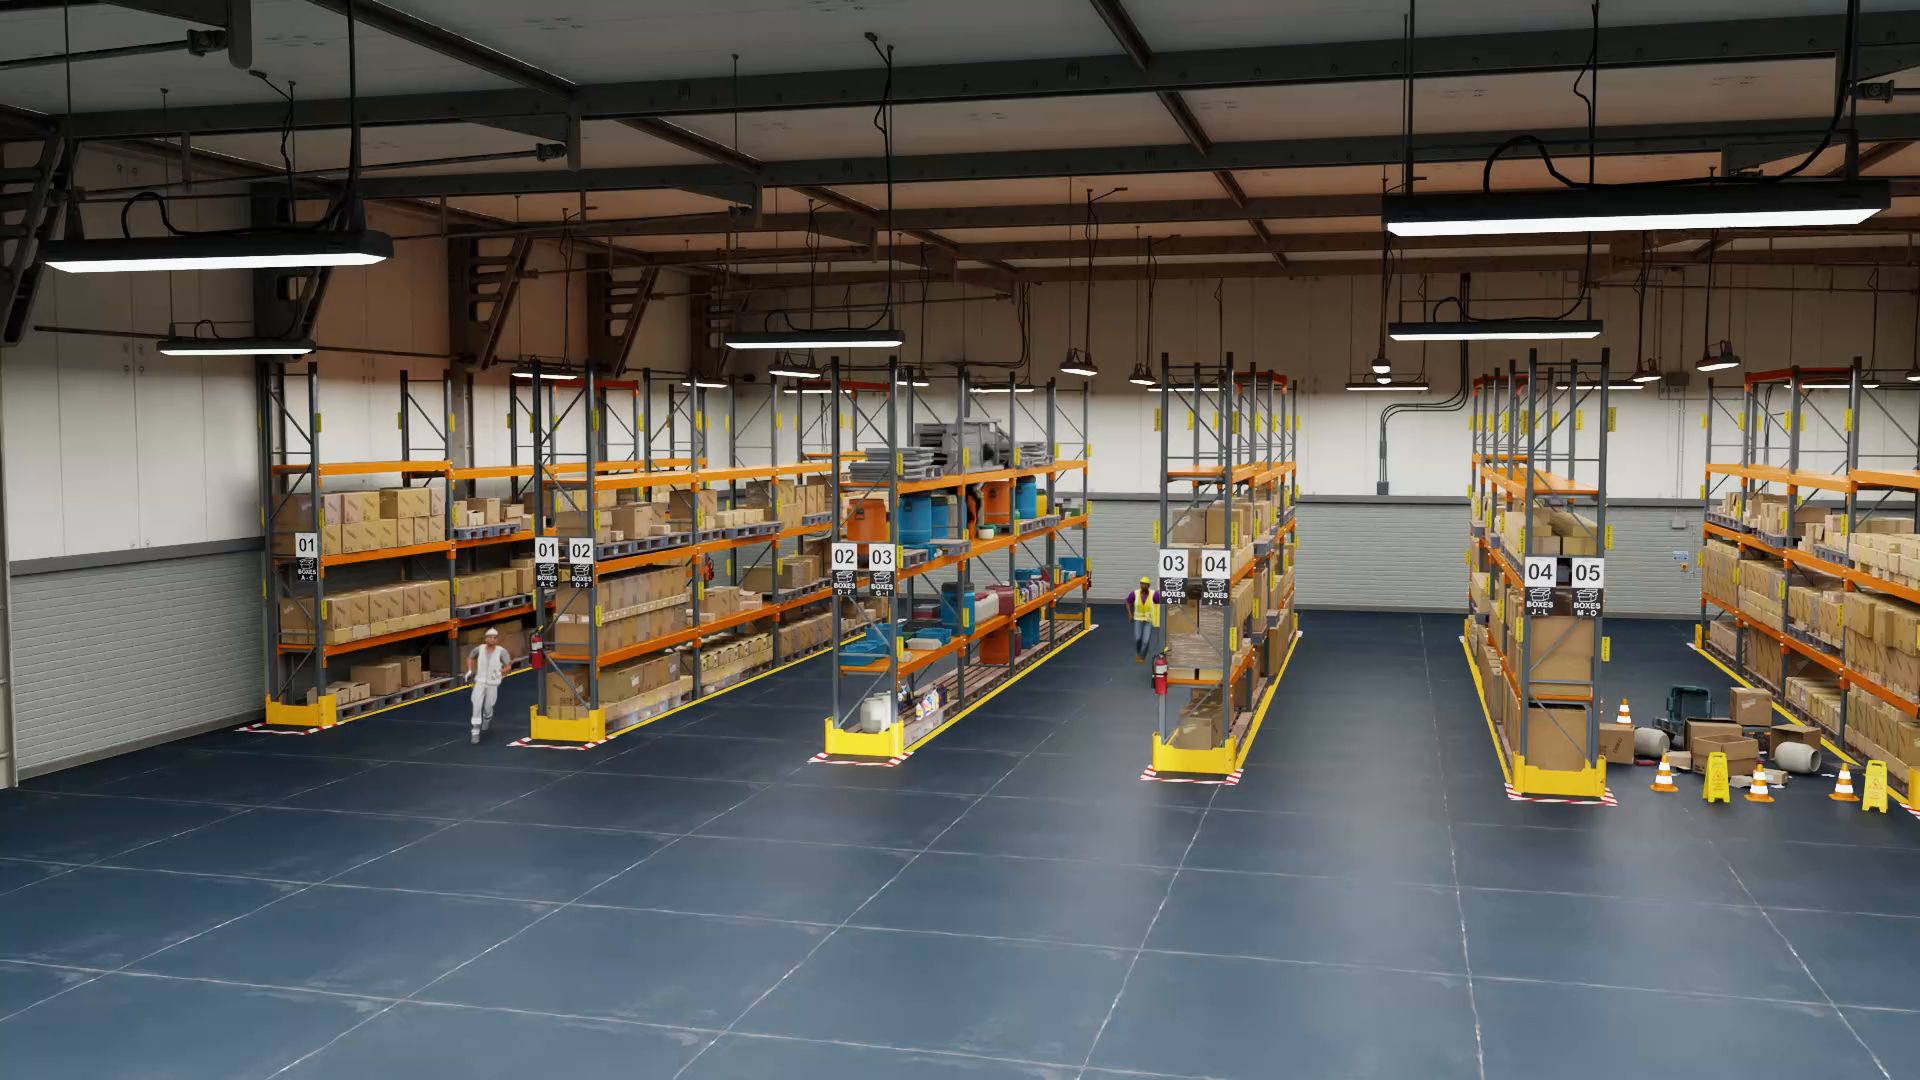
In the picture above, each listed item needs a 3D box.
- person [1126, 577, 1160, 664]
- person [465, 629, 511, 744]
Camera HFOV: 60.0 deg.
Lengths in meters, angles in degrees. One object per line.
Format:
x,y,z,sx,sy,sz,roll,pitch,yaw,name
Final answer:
3.587,1.583,32.456,0.703,1.724,0.573,1,4,7,person
-7.474,2.282,26.352,0.707,1.776,0.899,-1,4,-9,person
